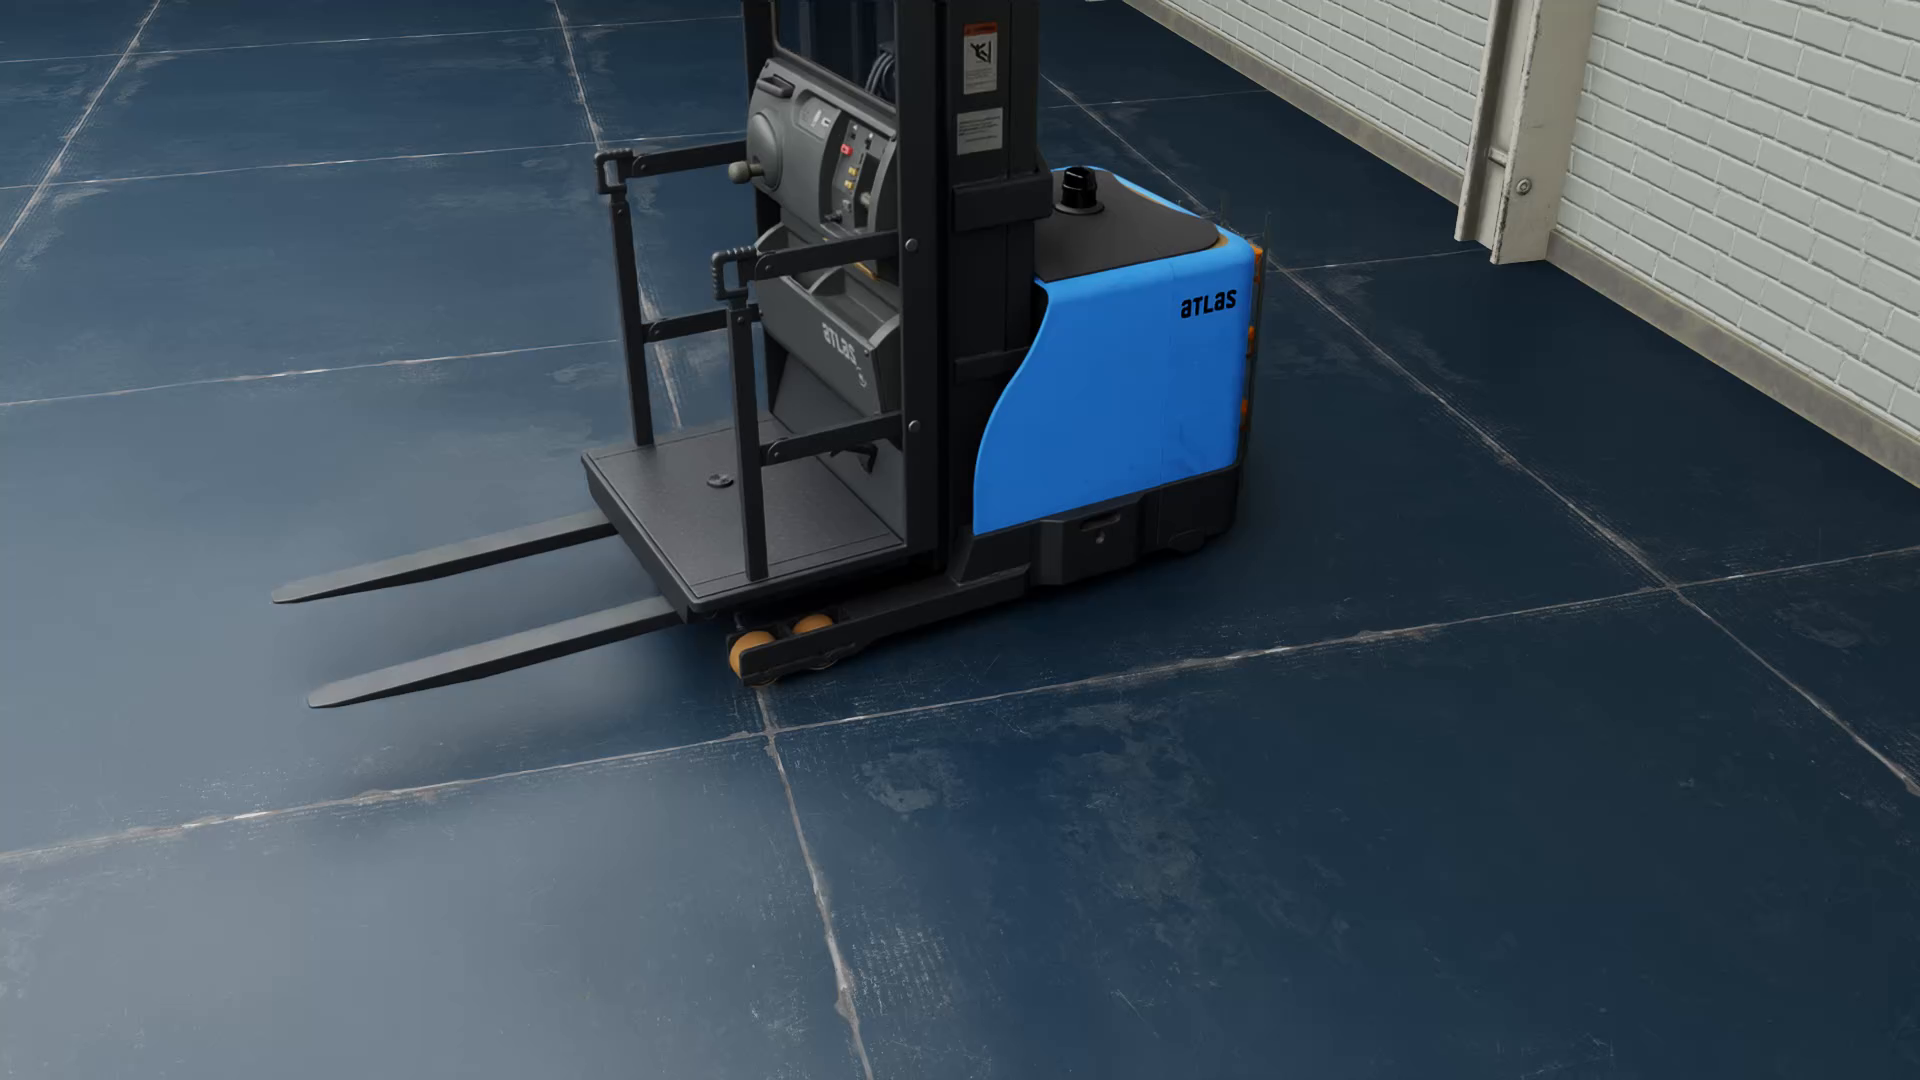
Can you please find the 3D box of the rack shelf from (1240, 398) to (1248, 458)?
[{"bbox_3d":[0.889,-0.417,5.998,0.215,0.259,0.240,-15,33,-24],"label":"rack shelf"}]

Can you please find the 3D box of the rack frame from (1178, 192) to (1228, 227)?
[{"bbox_3d":[0.831,-0.720,5.946,0.200,1.050,0.008,-15,33,-24],"label":"rack frame"}]

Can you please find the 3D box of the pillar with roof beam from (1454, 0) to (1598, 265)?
[{"bbox_3d":[-1.461,-4.773,5.013,9.100,9.000,0.400,-8,31,-13],"label":"pillar with roof beam"}]

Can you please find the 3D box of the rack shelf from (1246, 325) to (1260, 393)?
[{"bbox_3d":[0.889,-0.657,5.858,0.215,0.259,0.240,-15,33,-24],"label":"rack shelf"}]

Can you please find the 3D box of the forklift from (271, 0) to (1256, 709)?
[{"bbox_3d":[-0.594,-1.129,4.775,3.031,2.935,1.130,-15,33,-24],"label":"forklift"}]

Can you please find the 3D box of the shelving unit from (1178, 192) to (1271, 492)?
[{"bbox_3d":[0.889,-0.666,5.853,0.215,1.050,0.252,-15,33,-24],"label":"shelving unit"}]

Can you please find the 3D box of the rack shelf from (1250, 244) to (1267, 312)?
[{"bbox_3d":[0.889,-0.903,5.716,0.215,0.259,0.240,-15,33,-24],"label":"rack shelf"}]

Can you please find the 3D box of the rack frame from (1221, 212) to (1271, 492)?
[{"bbox_3d":[0.947,-0.613,5.760,0.200,1.050,0.008,-15,33,-24],"label":"rack frame"}]
